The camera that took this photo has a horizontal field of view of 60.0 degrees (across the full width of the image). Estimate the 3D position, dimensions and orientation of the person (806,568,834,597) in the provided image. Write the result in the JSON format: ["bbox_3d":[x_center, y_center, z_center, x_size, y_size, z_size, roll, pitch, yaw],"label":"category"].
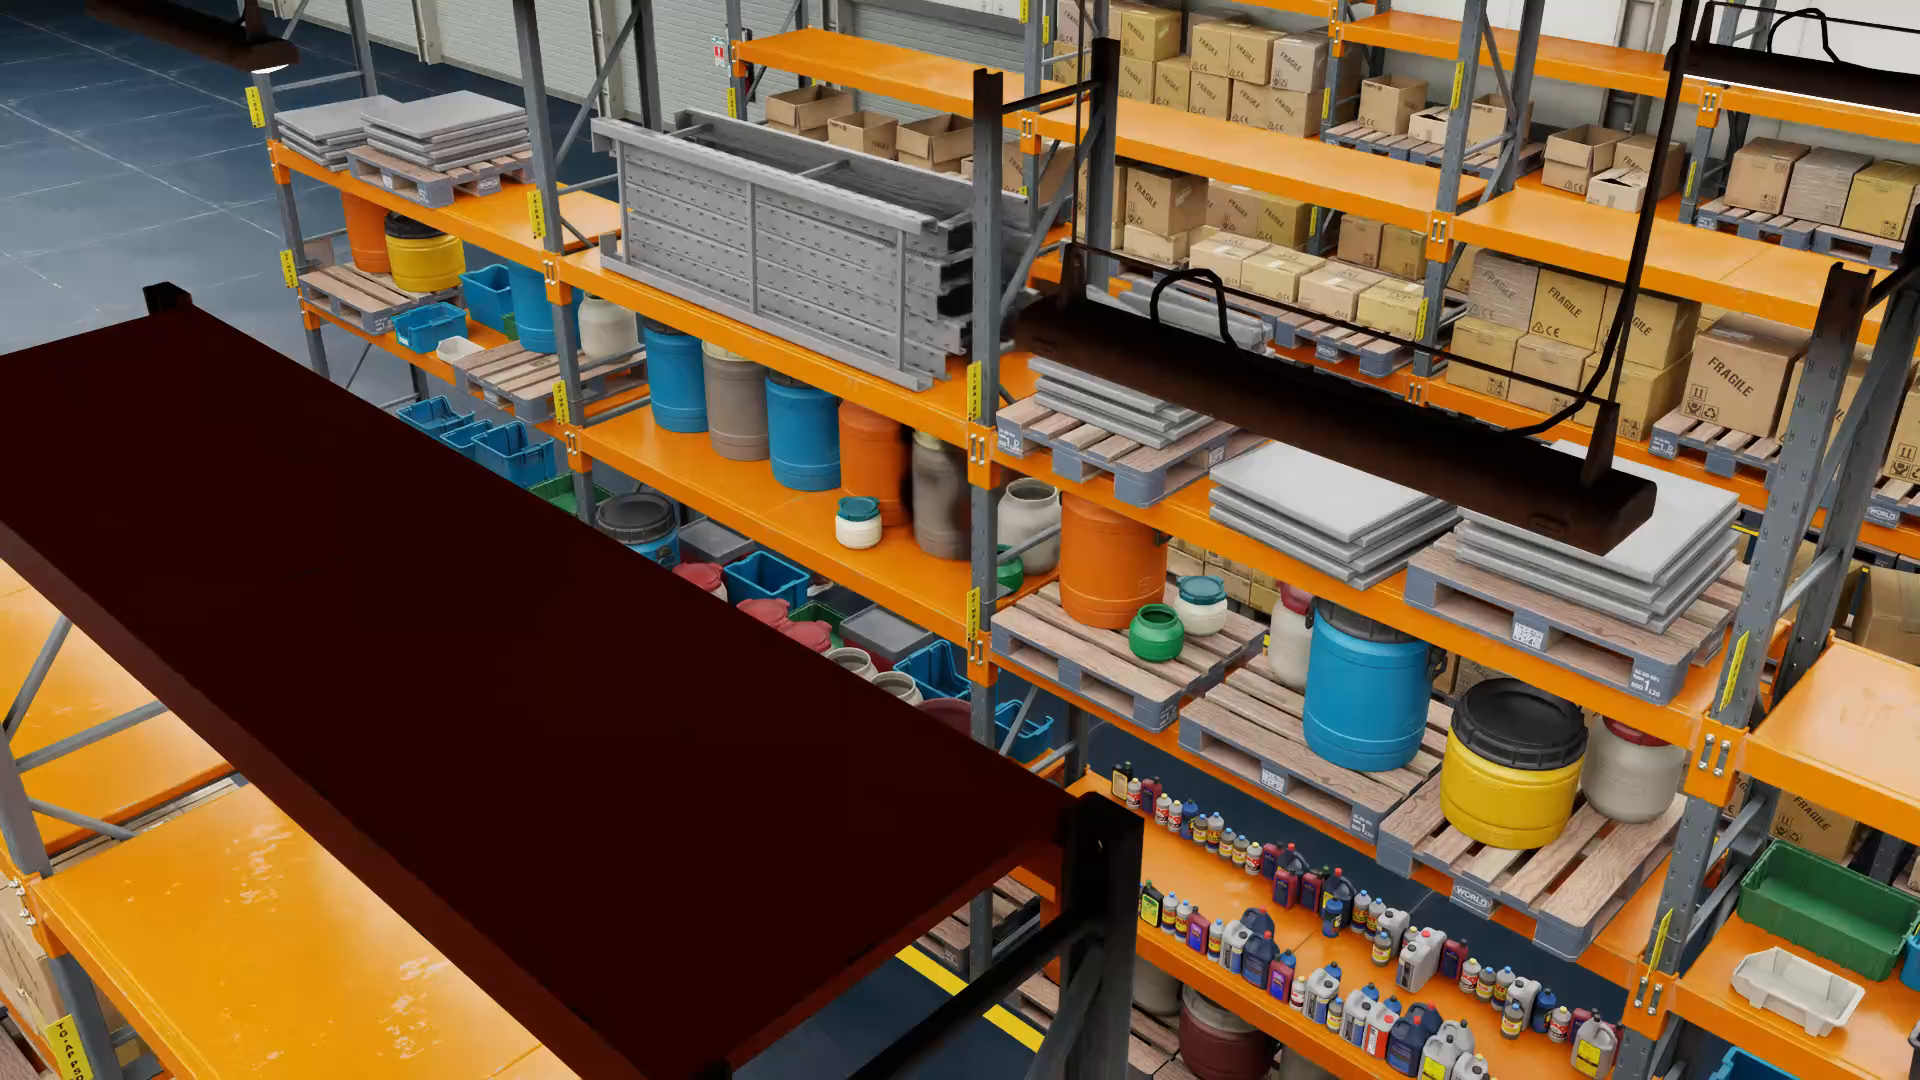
[{"bbox_3d":[-1.095,-0.215,14.978,0.934,1.637,0.574,11,31,18],"label":"person"}]
